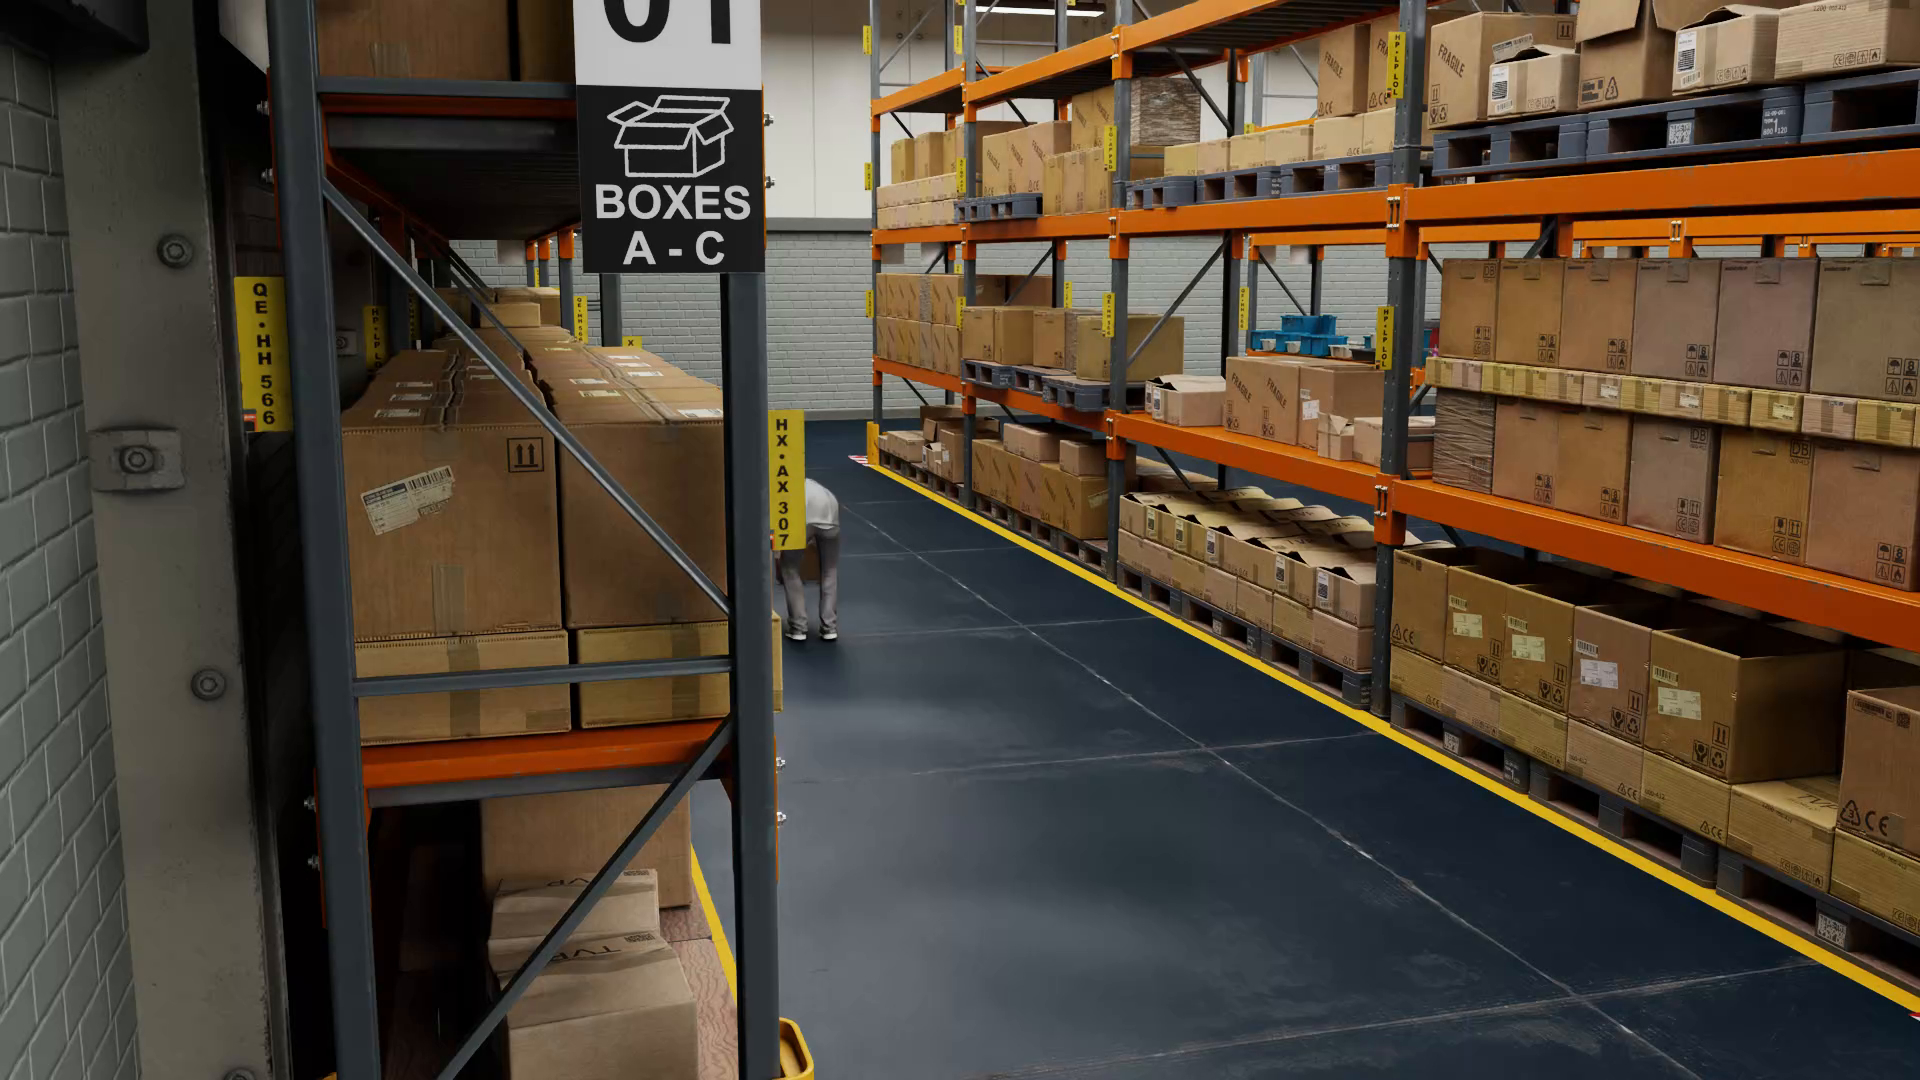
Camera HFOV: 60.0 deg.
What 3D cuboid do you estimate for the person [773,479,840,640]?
[{"bbox_3d":[-1.029,0.110,10.988,0.386,1.028,0.864,-3,10,-18],"label":"person"}]
